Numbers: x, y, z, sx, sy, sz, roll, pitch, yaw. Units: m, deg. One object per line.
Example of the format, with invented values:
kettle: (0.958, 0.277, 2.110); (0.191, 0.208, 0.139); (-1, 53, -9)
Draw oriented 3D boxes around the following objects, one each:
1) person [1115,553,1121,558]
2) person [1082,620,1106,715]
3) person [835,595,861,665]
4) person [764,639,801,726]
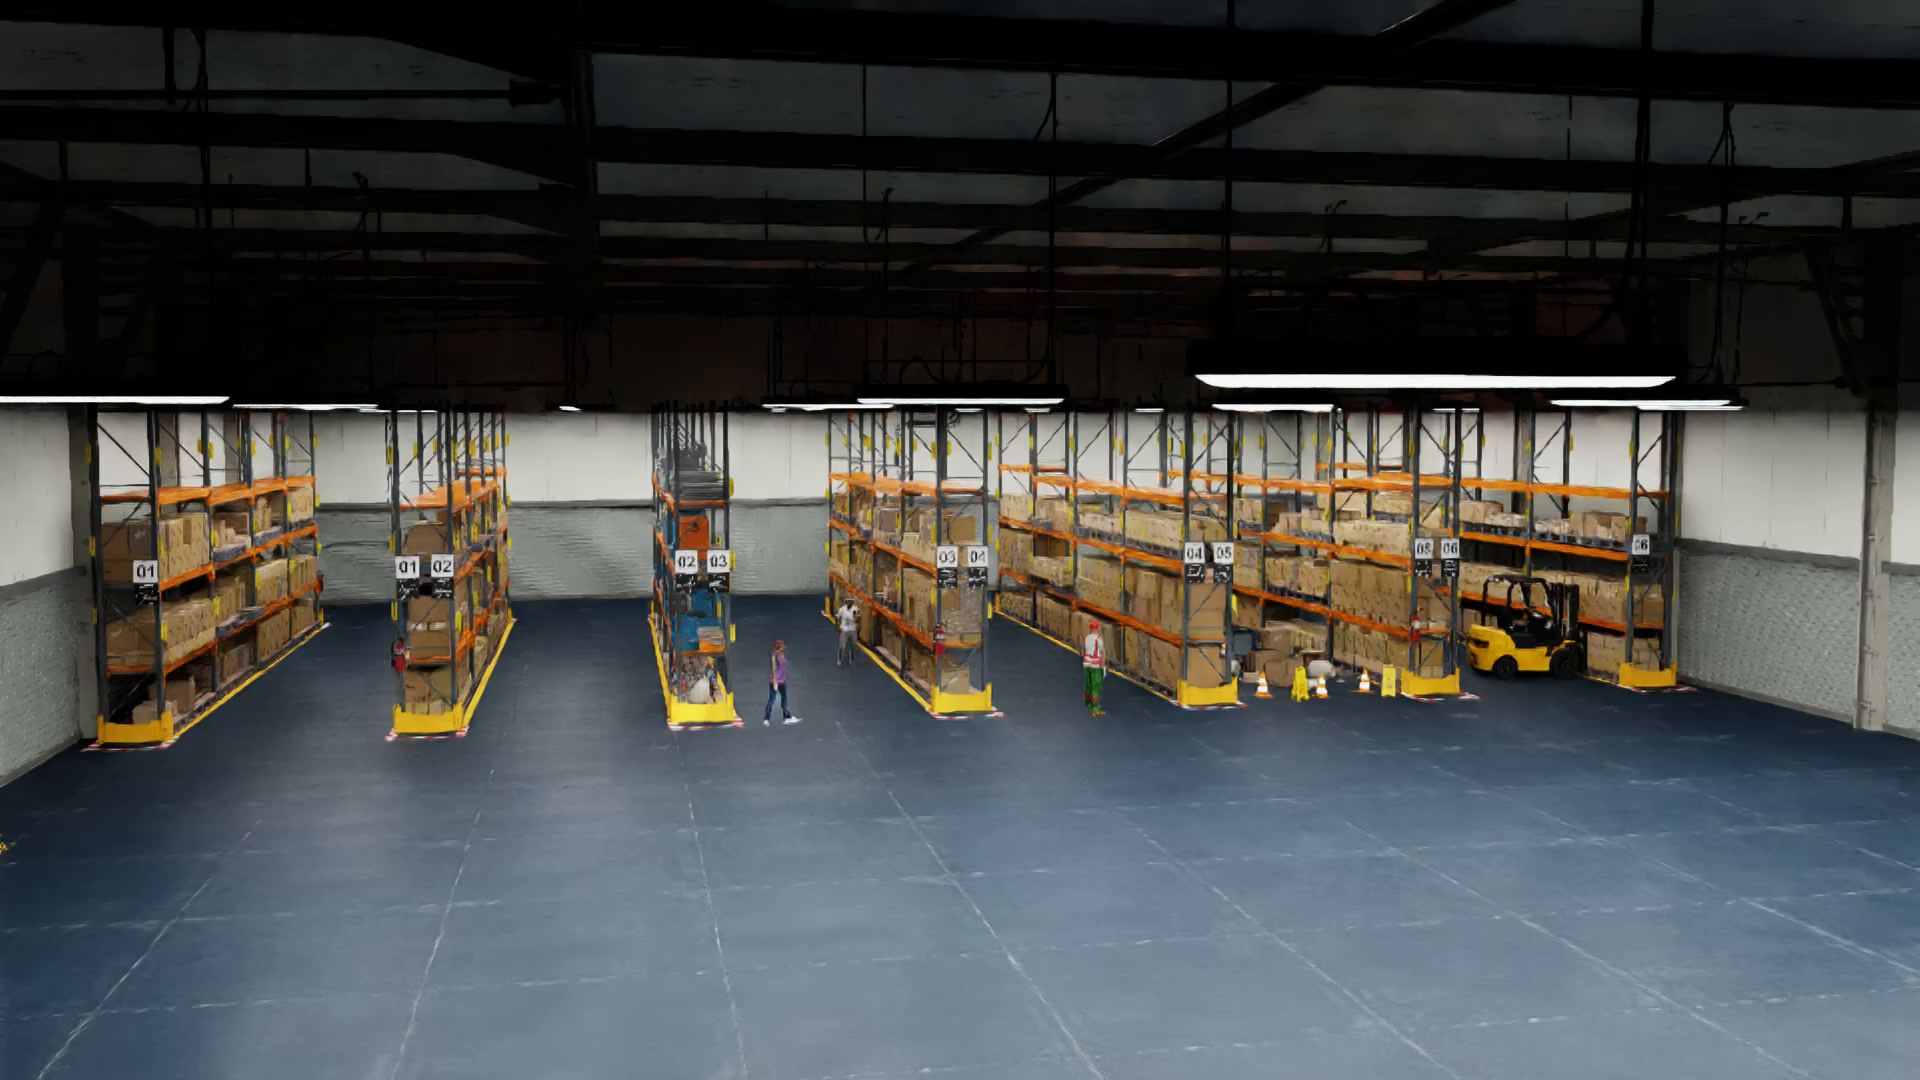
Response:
person: (4.868, 1.069, 50.132); (0.576, 1.771, 0.688); (-3, 5, -37)
person: (2.593, 2.417, 31.821); (0.451, 1.783, 0.605); (-4, 6, -41)
person: (-2.555, 2.053, 38.017); (0.592, 1.629, 0.532); (-1, 4, -13)
person: (-3.325, 2.606, 30.671); (0.527, 1.588, 0.638); (2, 5, 25)
